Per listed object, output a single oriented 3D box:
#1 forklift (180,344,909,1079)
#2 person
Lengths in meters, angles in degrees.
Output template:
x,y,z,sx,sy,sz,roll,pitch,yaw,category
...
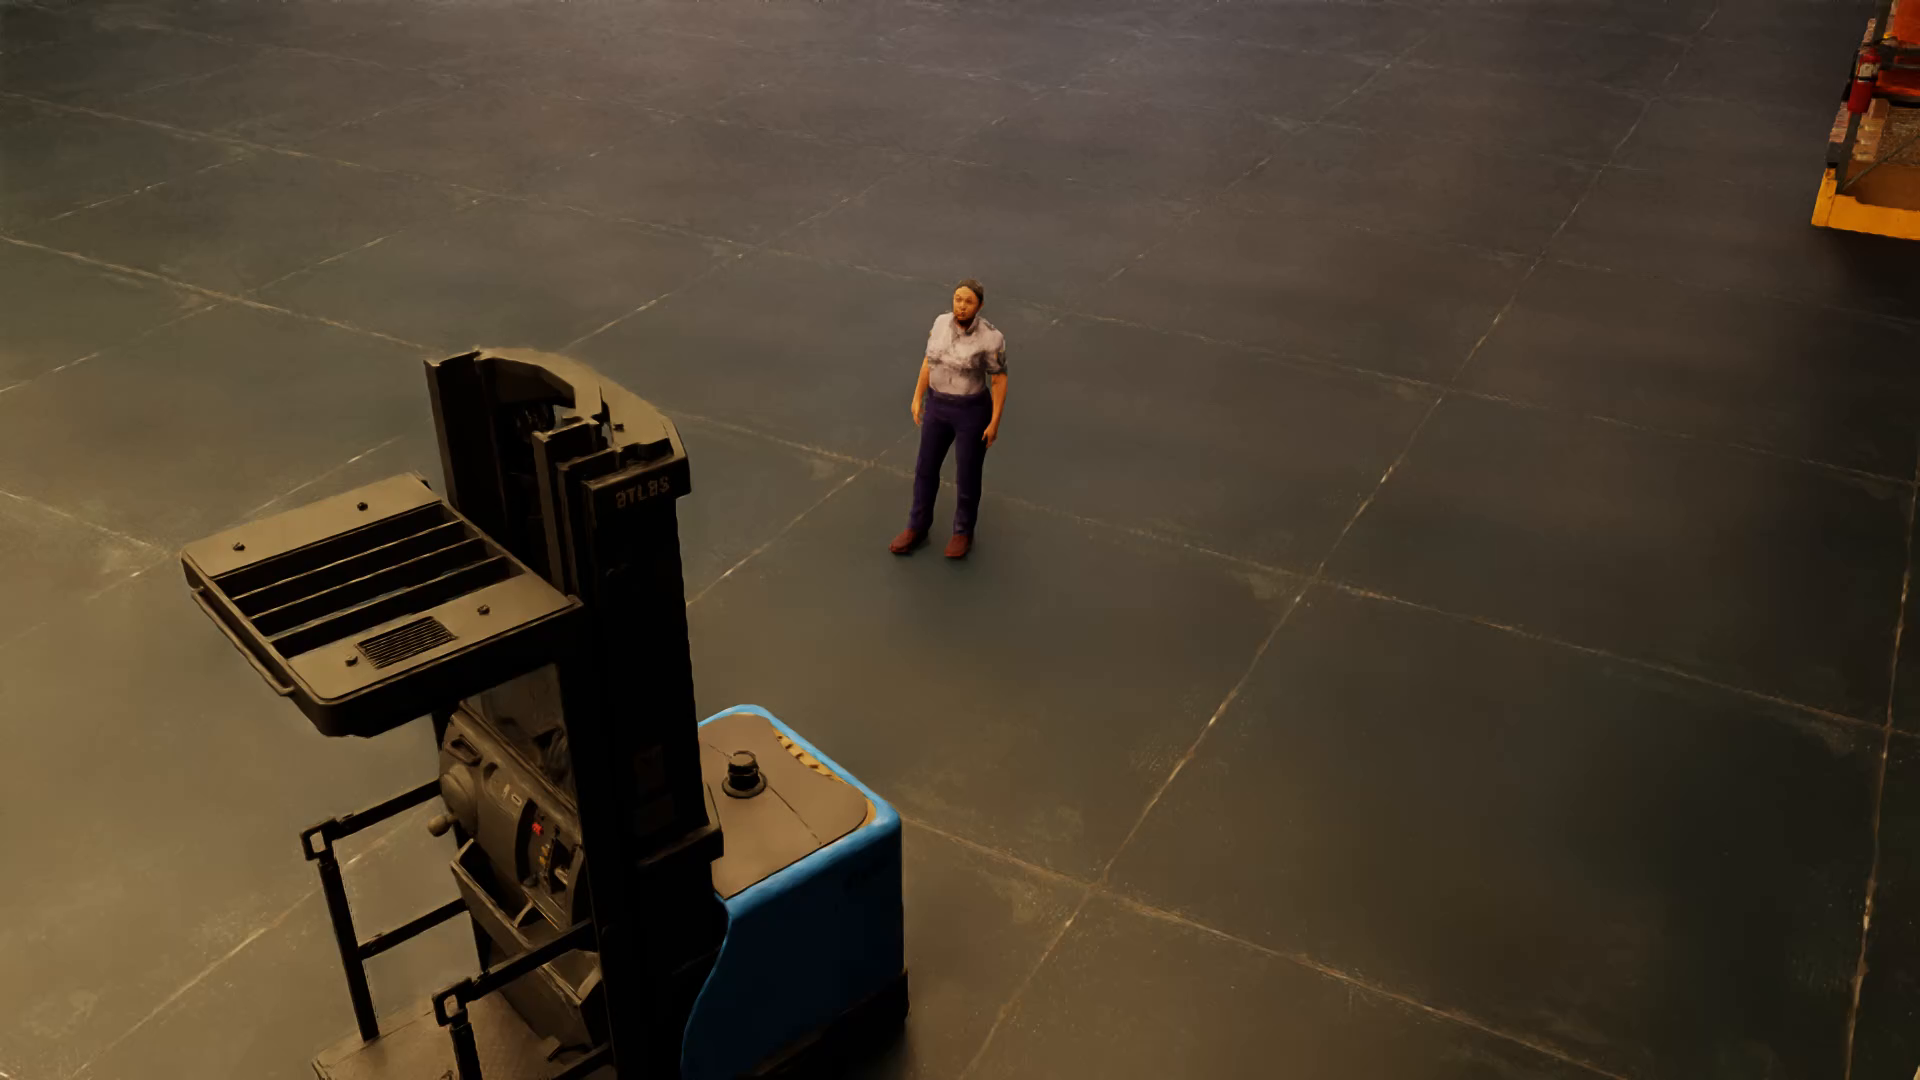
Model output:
x,y,z,sx,sy,sz,roll,pitch,yaw,category
-1.647,0.966,5.397,3.031,2.935,1.130,-24,37,-35,forklift
-0.063,-0.682,9.531,0.599,1.642,0.502,15,33,25,person
